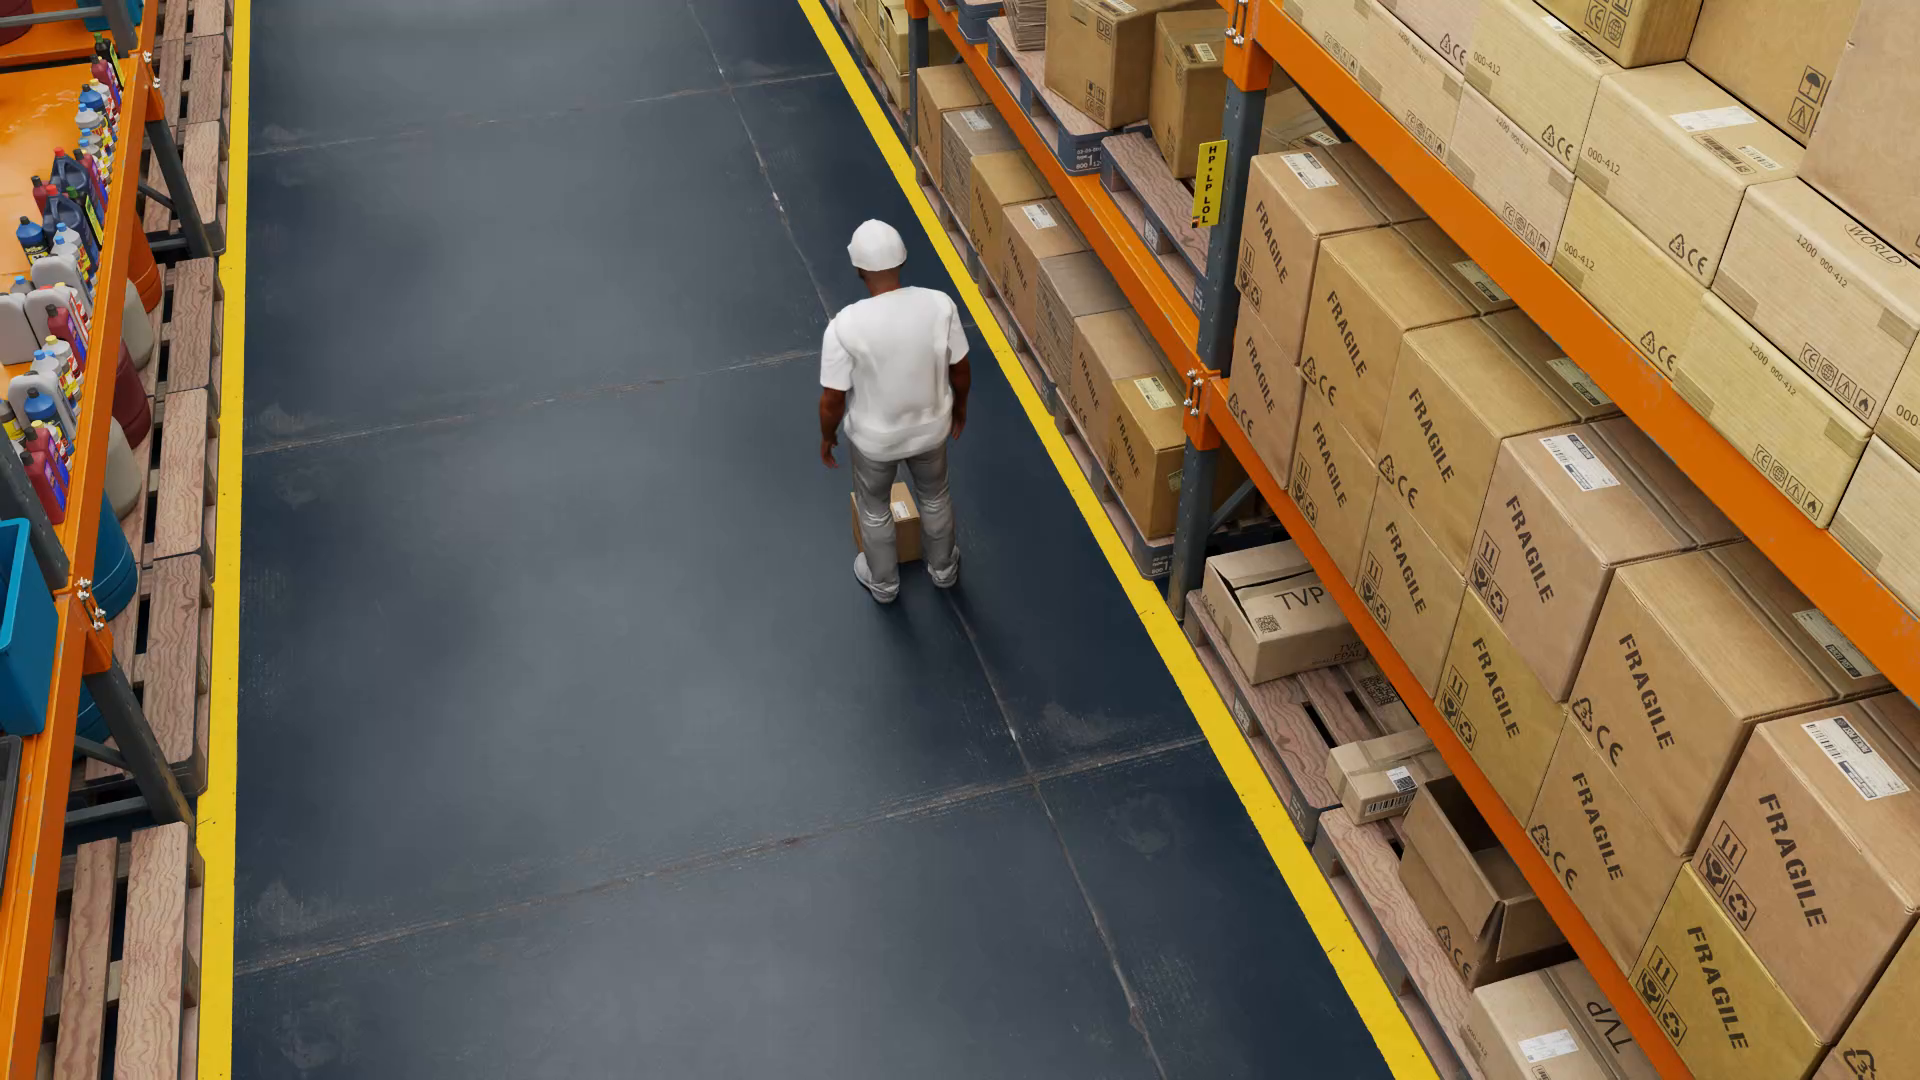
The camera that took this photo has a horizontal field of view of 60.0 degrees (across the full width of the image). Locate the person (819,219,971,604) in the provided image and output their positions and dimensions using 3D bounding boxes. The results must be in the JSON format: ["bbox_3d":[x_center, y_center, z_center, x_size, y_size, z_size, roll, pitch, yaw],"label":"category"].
[{"bbox_3d":[-0.263,-0.478,6.678,0.635,1.760,0.458,-14,44,-15],"label":"person"}]
